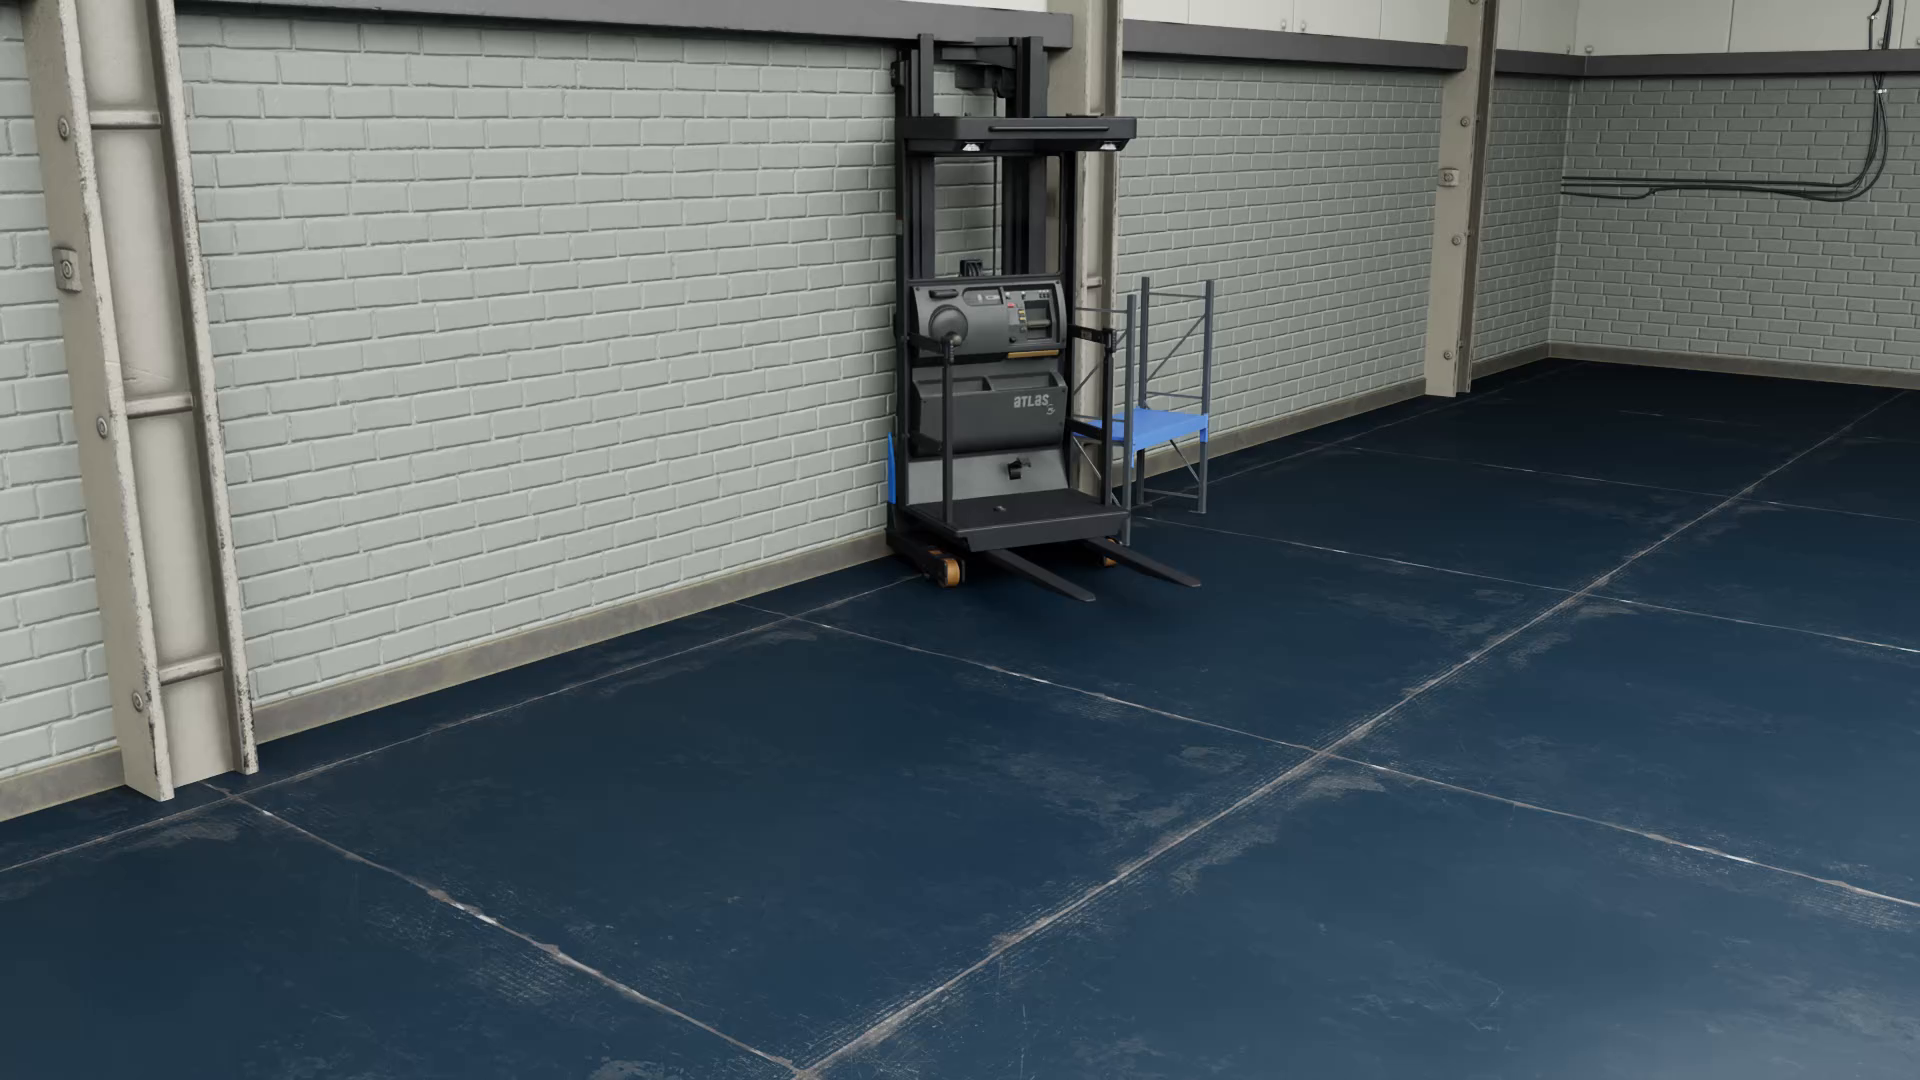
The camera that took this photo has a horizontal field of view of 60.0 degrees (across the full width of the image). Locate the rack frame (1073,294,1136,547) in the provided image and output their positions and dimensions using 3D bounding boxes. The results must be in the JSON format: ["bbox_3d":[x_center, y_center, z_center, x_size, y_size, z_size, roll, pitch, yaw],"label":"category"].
[{"bbox_3d":[0.806,-0.725,9.931,0.500,1.500,0.032,10,17,33],"label":"rack frame"}]

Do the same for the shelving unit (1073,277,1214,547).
[{"bbox_3d":[1.094,-0.828,10.337,0.538,1.500,1.048,10,17,33],"label":"shelving unit"}]

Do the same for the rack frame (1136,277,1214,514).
[{"bbox_3d":[1.382,-0.931,10.743,0.500,1.500,0.032,10,17,33],"label":"rack frame"}]

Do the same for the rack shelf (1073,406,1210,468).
[{"bbox_3d":[1.094,-0.654,10.381,0.538,0.185,1.000,10,17,33],"label":"rack shelf"}]

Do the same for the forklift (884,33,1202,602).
[{"bbox_3d":[0.266,-1.281,9.213,1.130,2.935,3.031,-7,16,-24],"label":"forklift"}]

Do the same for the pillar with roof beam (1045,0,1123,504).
[{"bbox_3d":[4.119,-3.922,7.284,9.100,9.000,0.400,11,18,38],"label":"pillar with roof beam"}]

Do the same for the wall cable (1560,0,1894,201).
[{"bbox_3d":[7.422,-4.592,16.228,3.097,2.526,0.112,11,18,38],"label":"wall cable"}]

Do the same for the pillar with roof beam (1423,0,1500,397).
[{"bbox_3d":[7.890,-5.071,11.807,9.100,9.000,0.400,11,18,38],"label":"pillar with roof beam"}]

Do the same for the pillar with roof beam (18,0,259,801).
[{"bbox_3d":[0.348,-2.773,2.761,9.100,9.000,0.400,11,18,38],"label":"pillar with roof beam"}]
